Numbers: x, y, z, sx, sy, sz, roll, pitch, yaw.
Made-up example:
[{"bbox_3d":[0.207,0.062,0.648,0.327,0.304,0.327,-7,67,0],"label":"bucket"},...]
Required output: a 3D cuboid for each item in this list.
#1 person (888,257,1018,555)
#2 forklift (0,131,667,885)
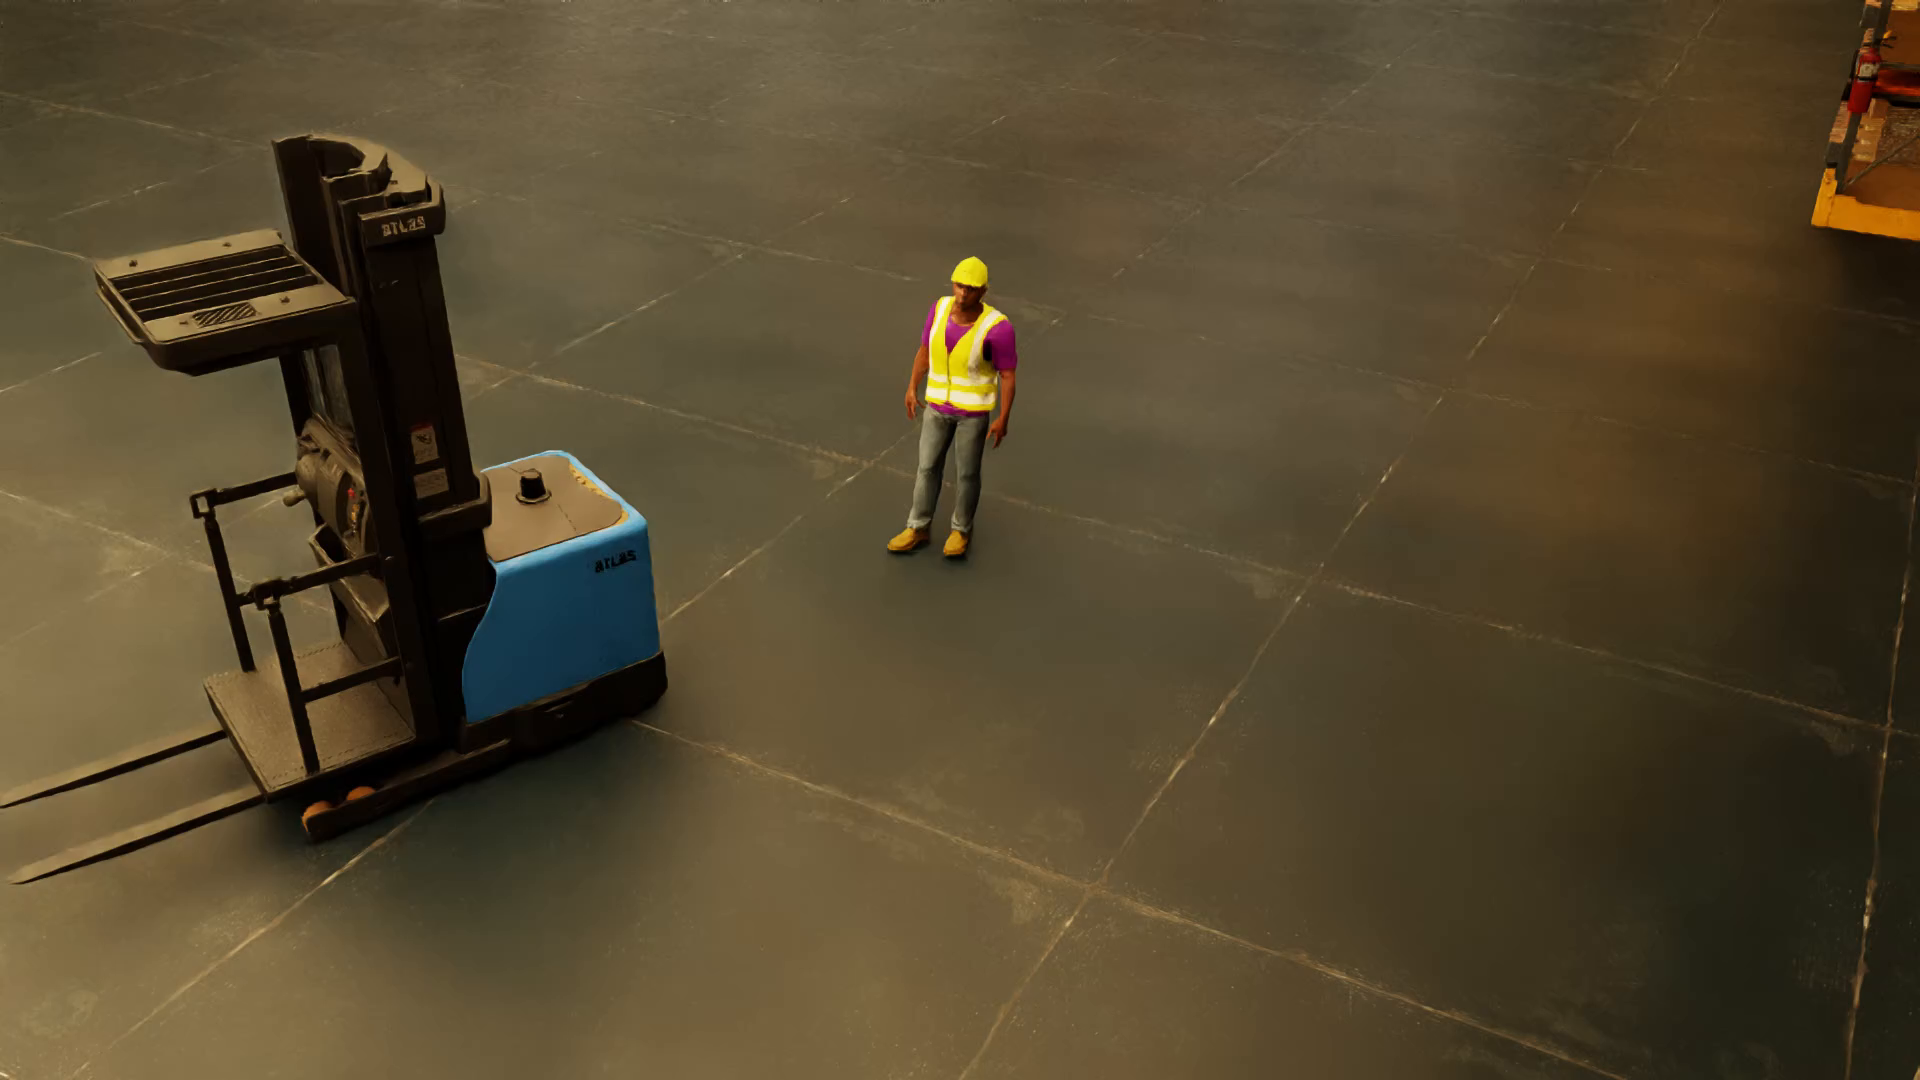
[{"bbox_3d":[-0.038,-0.742,9.507,0.665,1.766,0.576,15,33,25],"label":"person"},{"bbox_3d":[-2.993,-0.201,7.419,3.031,2.935,1.130,-20,36,-31],"label":"forklift"}]
